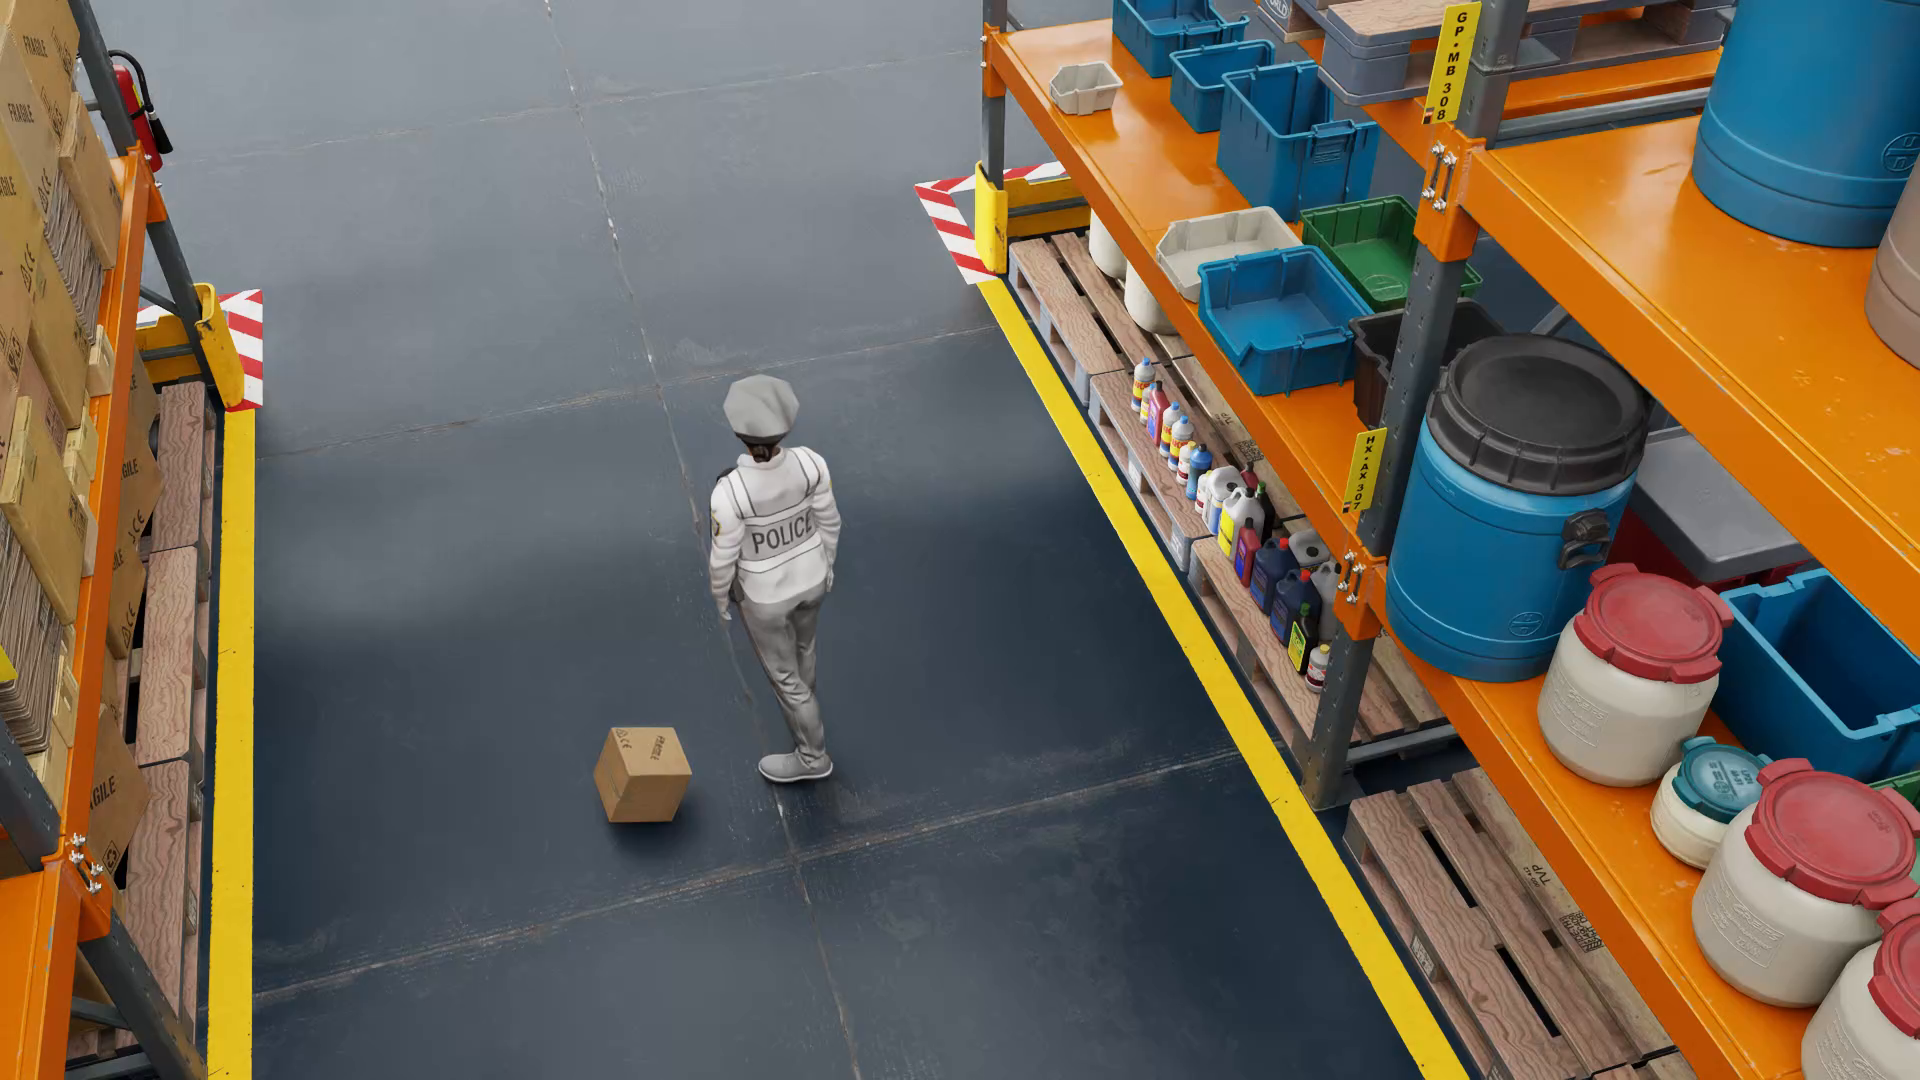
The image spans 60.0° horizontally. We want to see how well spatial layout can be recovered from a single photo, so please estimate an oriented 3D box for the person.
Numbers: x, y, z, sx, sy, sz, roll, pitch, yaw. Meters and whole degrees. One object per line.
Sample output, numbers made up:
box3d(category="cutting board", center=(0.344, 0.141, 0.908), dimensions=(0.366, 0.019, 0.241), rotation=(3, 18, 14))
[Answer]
box3d(category="person", center=(-0.647, 0.169, 5.961), dimensions=(0.493, 1.684, 0.521), rotation=(-29, 50, -28))
